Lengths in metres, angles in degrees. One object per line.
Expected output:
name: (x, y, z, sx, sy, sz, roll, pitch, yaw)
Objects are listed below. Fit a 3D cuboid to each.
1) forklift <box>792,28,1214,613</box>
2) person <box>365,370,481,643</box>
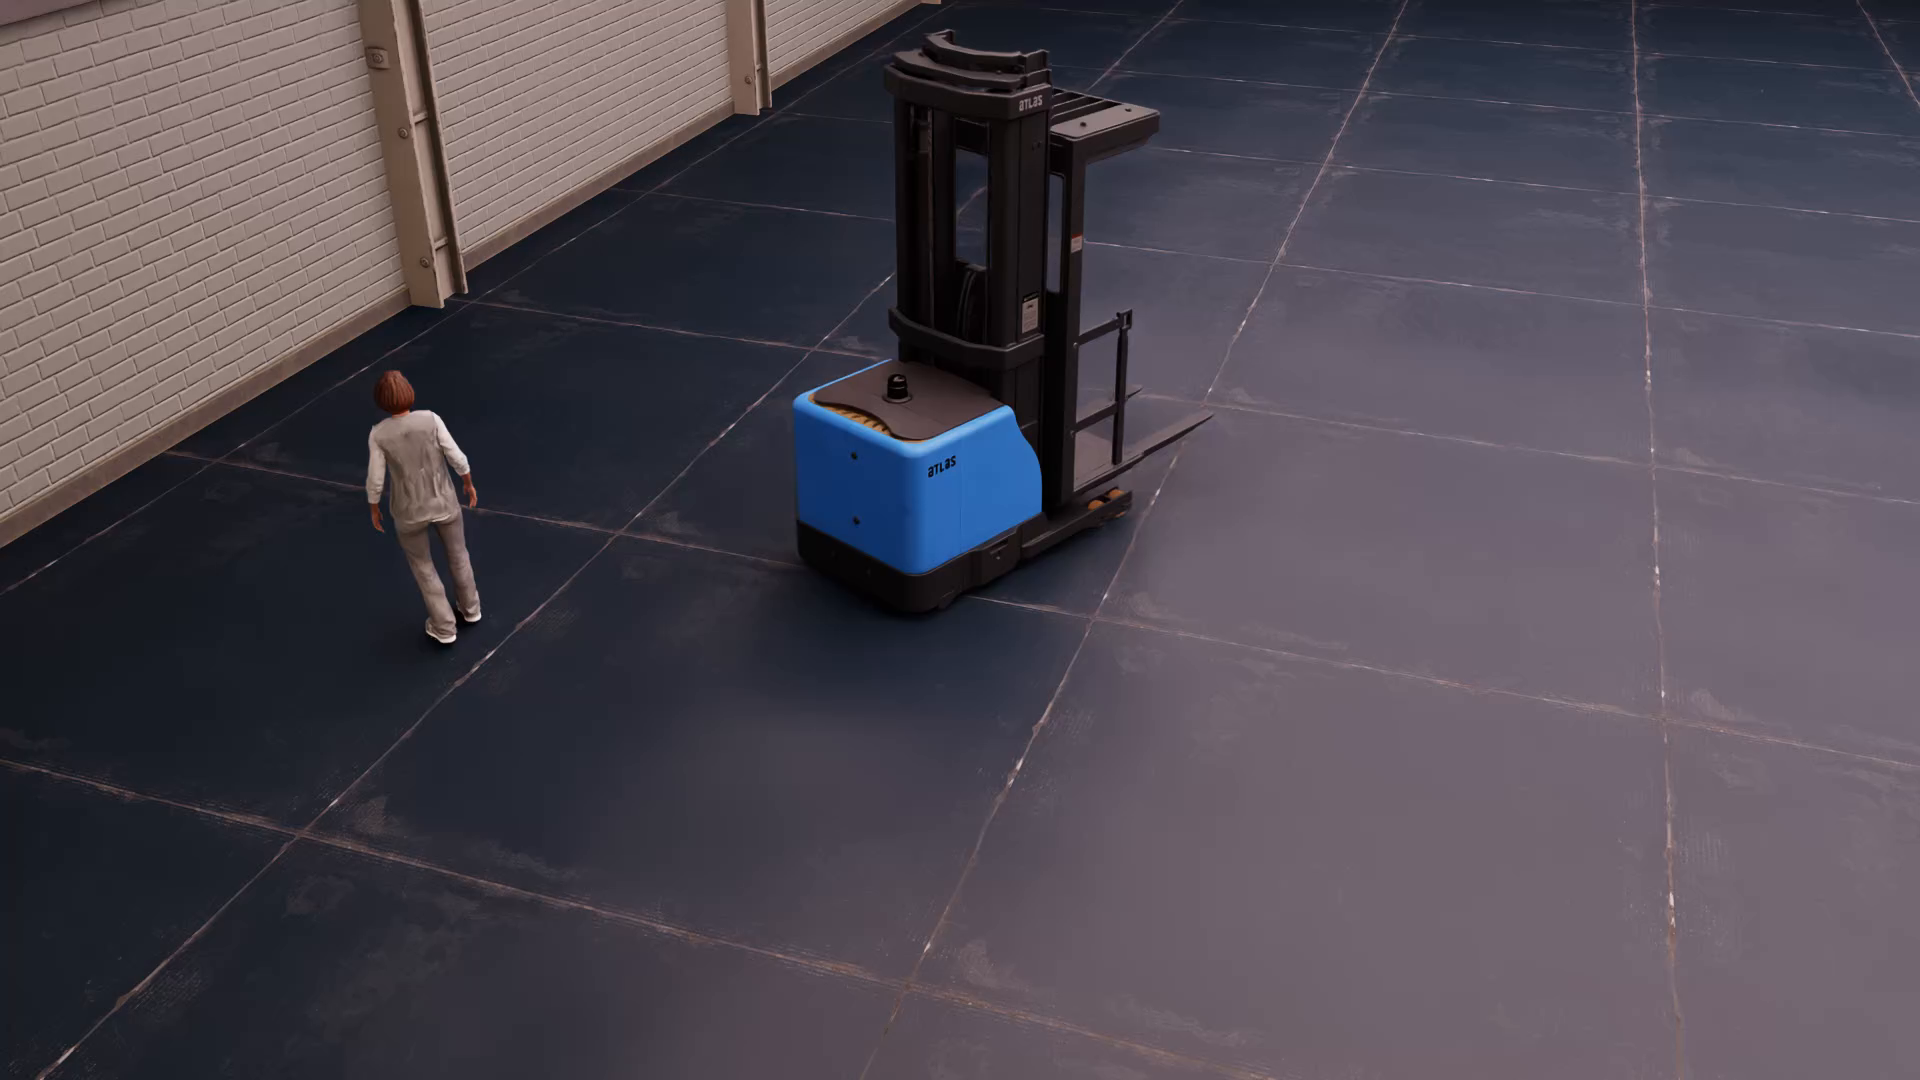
forklift: (0.420, -1.506, 9.778, 1.130, 2.935, 3.031, 25, 38, 37)
person: (-2.862, -0.199, 8.832, 0.560, 1.602, 0.457, -16, 33, -26)
